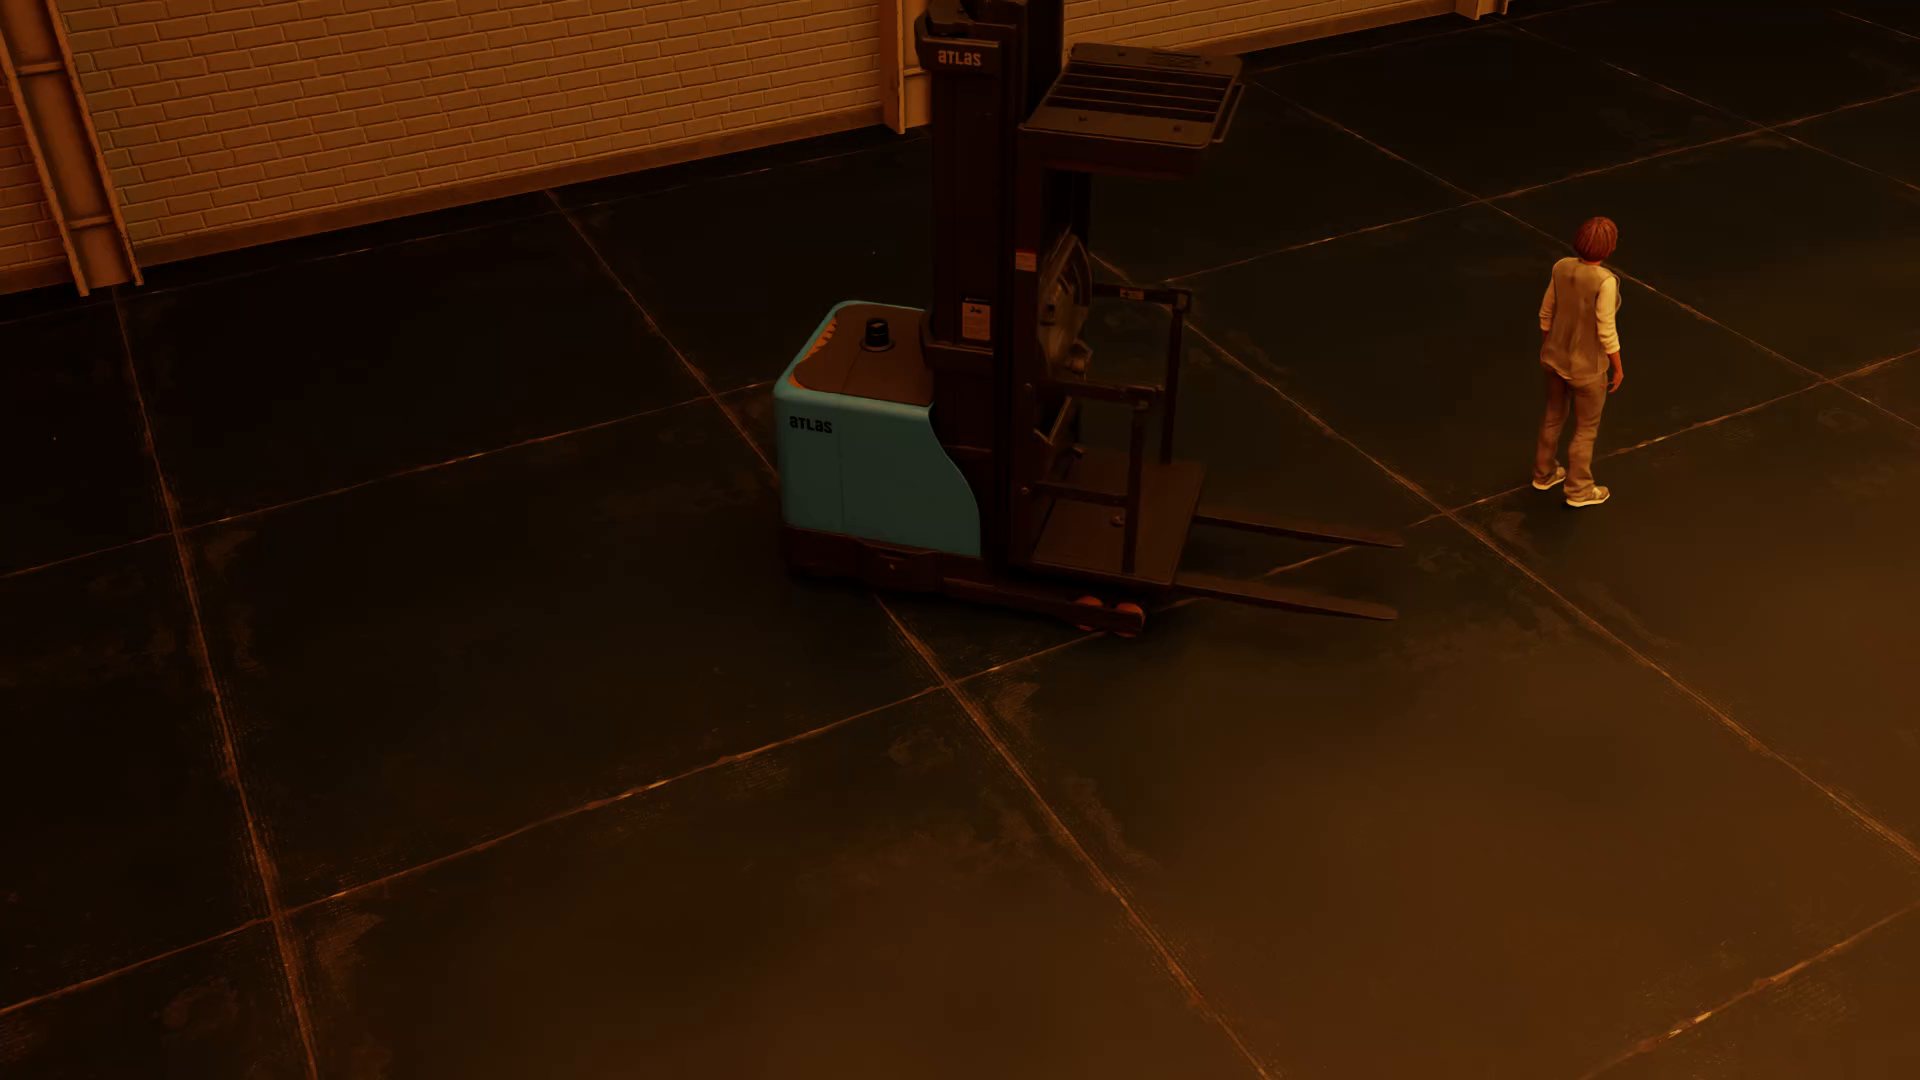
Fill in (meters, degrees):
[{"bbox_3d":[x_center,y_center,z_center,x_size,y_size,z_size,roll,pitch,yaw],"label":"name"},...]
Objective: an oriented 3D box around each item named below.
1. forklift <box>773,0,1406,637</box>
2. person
[{"bbox_3d":[0.673,-1.071,7.638,3.031,2.935,1.130,9,36,13],"label":"forklift"},{"bbox_3d":[3.221,-0.925,8.591,0.428,1.611,0.498,-18,39,-24],"label":"person"}]
